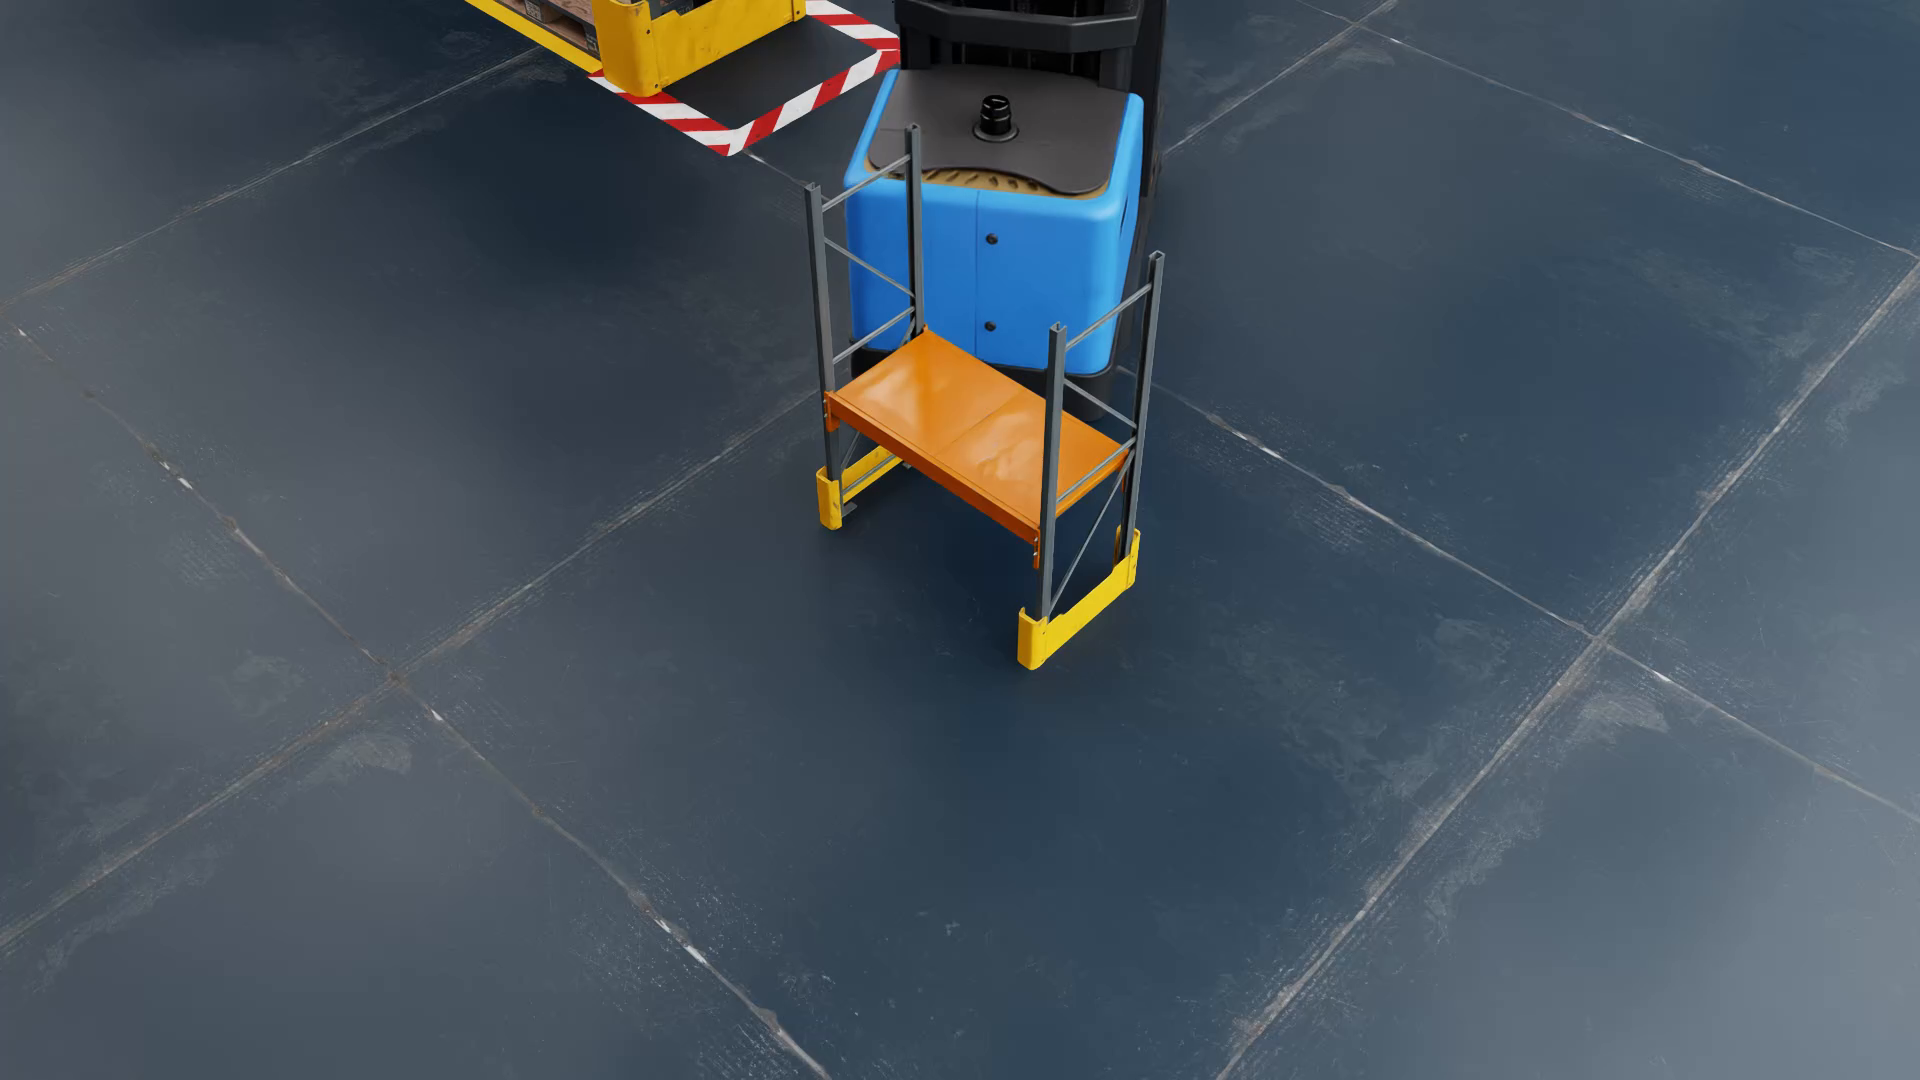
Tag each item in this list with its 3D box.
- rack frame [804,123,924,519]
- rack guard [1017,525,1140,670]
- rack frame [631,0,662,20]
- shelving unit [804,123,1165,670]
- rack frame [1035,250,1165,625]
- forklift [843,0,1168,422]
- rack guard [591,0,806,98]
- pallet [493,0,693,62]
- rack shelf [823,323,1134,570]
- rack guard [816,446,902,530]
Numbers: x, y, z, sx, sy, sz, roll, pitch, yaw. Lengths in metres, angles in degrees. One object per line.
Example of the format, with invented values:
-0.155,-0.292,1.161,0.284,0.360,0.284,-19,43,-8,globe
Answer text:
-0.311,-0.723,5.900,0.032,1.500,0.500,34,55,28,rack frame
0.422,0.198,5.892,0.087,0.250,0.587,34,55,28,rack guard
-1.230,-3.608,7.580,0.127,3.000,1.000,34,55,28,rack frame
0.056,-0.476,5.668,1.083,1.500,0.587,34,55,28,shelving unit
0.436,-0.220,5.428,0.032,1.500,0.500,34,55,28,rack frame
0.339,-2.561,6.645,1.130,2.935,3.031,8,47,7,forklift
-1.318,-2.765,8.503,0.348,0.500,1.175,34,55,28,rack guard
-1.911,-3.070,8.988,1.213,0.211,1.003,34,55,28,pallet
0.063,-0.348,5.795,1.000,0.185,0.538,34,55,28,rack shelf
-0.310,-0.294,6.355,0.087,0.250,0.587,34,55,28,rack guard
